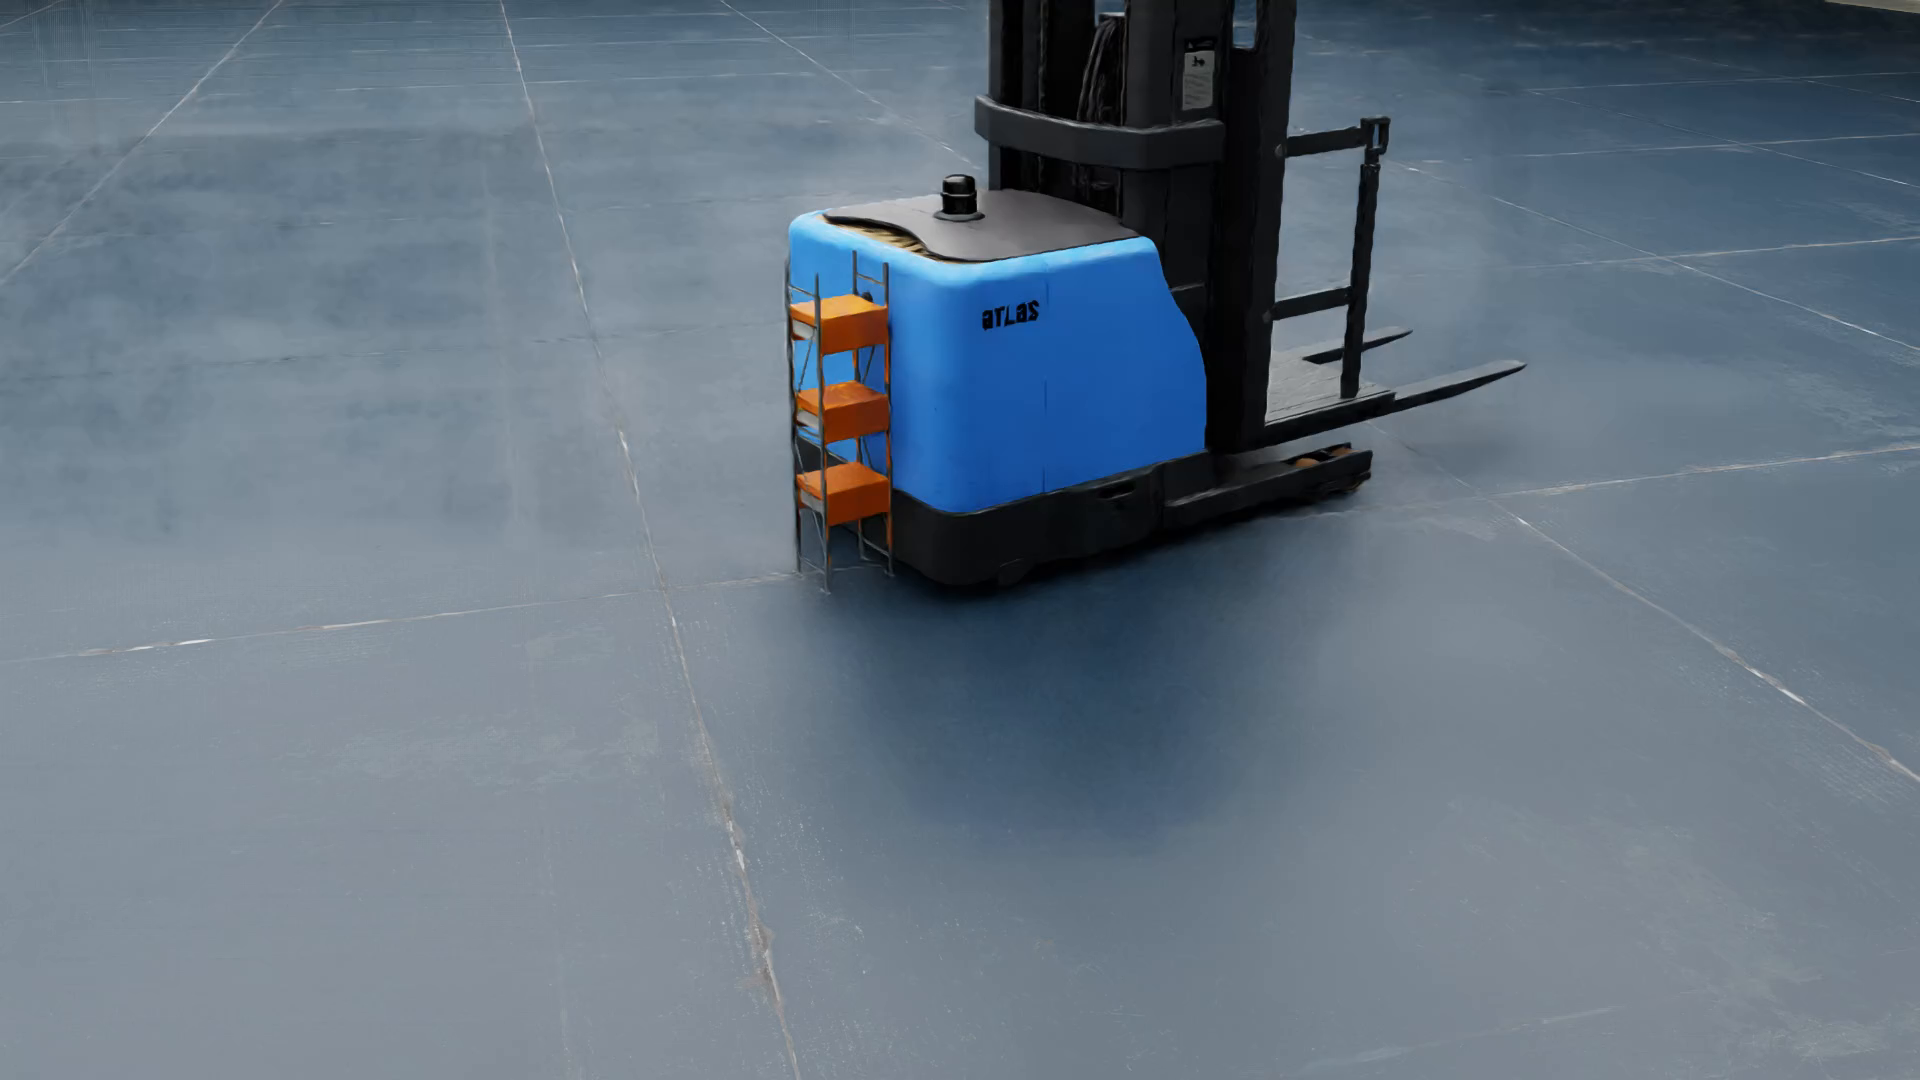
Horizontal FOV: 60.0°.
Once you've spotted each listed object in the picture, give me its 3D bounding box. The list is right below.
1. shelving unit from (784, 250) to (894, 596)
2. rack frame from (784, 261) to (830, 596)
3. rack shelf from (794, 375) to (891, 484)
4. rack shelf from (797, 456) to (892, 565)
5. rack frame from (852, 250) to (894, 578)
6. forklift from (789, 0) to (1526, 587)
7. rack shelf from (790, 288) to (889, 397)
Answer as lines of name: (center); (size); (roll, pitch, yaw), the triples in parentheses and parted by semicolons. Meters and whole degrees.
shelving unit: (-0.378, -0.364, 5.267); (0.252, 1.050, 0.215); (-15, 28, -32)
rack frame: (-0.478, -0.337, 5.203); (0.008, 1.050, 0.200); (-15, 28, -32)
rack shelf: (-0.378, -0.354, 5.271); (0.240, 0.259, 0.215); (-15, 28, -32)
rack shelf: (-0.378, -0.099, 5.381); (0.240, 0.259, 0.215); (-15, 28, -32)
rack frame: (-0.278, -0.392, 5.332); (0.008, 1.050, 0.200); (-15, 28, -32)
forklift: (0.912, -1.633, 5.839); (3.031, 2.935, 1.130); (-15, 28, -32)
rack shelf: (-0.378, -0.615, 5.160); (0.240, 0.259, 0.215); (-15, 28, -32)
